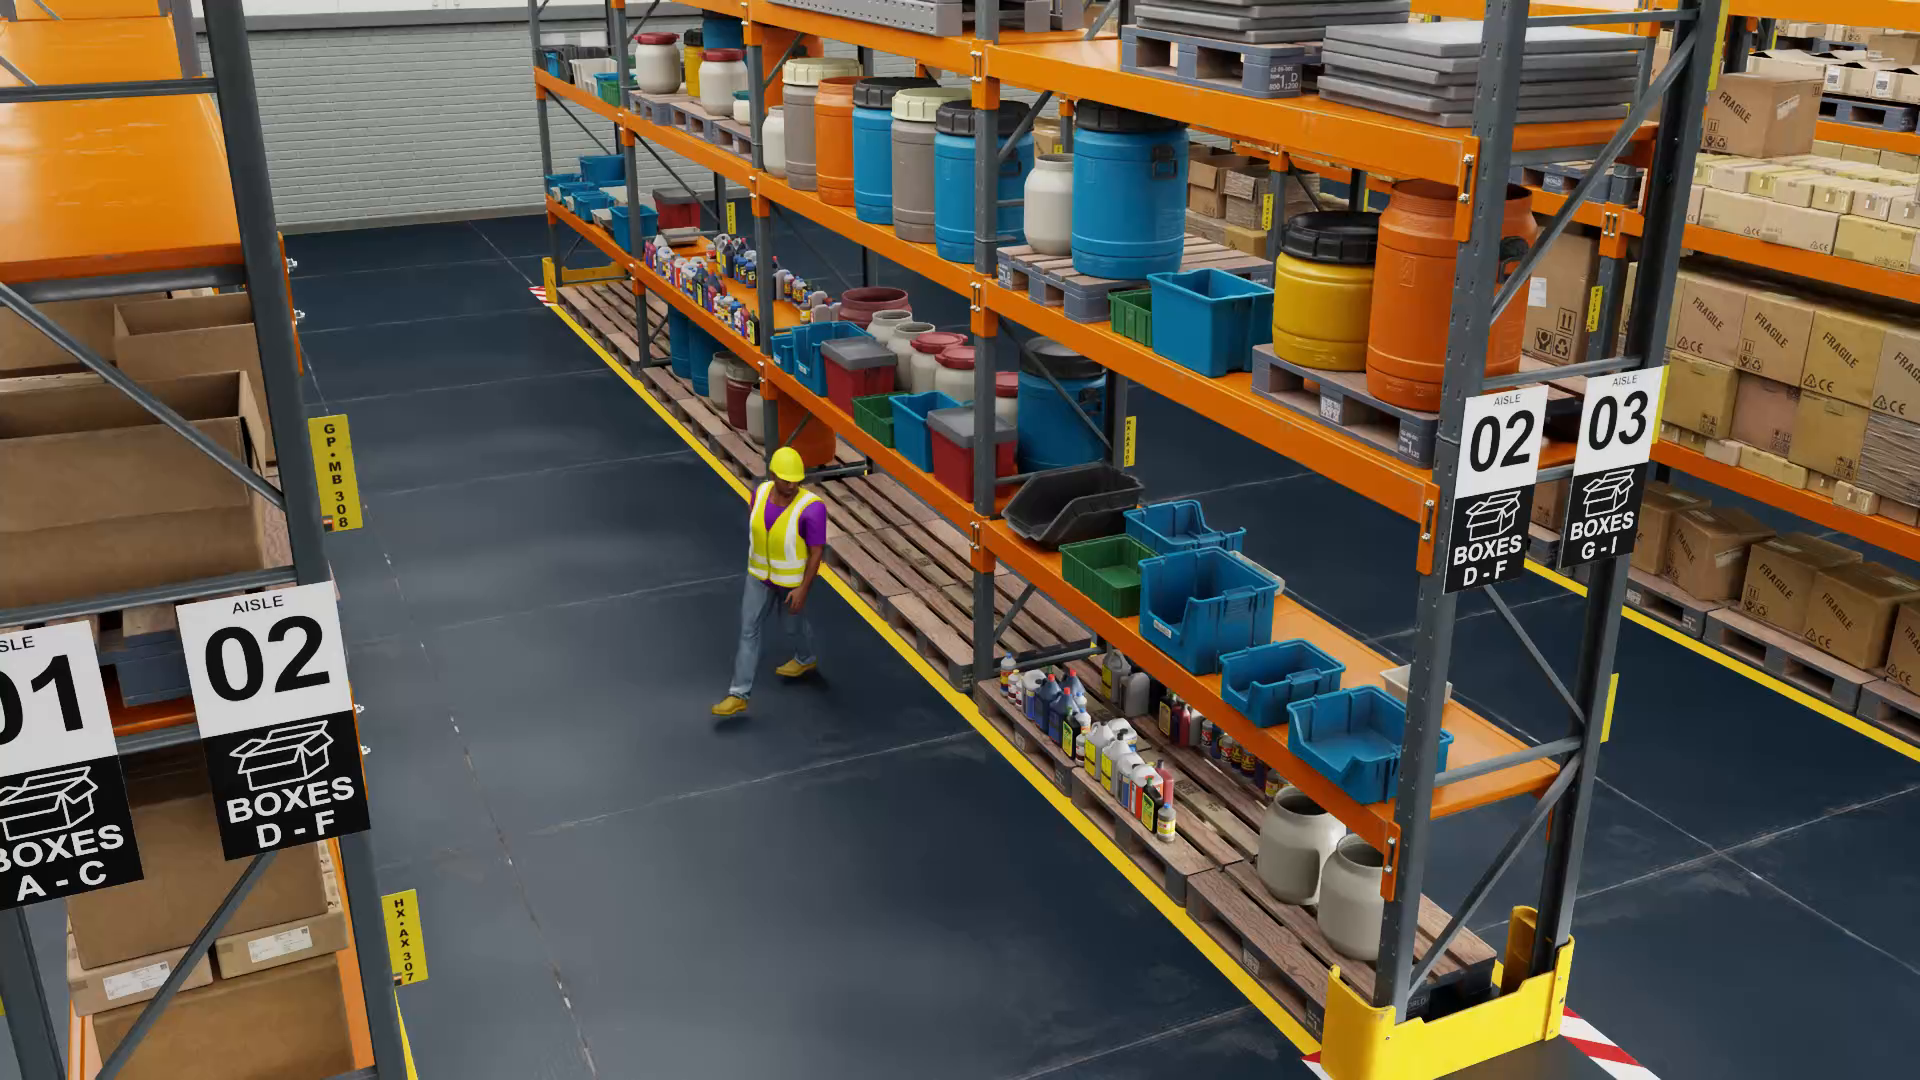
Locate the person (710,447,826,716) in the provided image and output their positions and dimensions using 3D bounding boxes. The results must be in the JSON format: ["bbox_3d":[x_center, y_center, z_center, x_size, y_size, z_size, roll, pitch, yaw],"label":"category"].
[{"bbox_3d":[-1.155,0.230,10.420,0.640,1.699,1.016,9,24,20],"label":"person"}]
